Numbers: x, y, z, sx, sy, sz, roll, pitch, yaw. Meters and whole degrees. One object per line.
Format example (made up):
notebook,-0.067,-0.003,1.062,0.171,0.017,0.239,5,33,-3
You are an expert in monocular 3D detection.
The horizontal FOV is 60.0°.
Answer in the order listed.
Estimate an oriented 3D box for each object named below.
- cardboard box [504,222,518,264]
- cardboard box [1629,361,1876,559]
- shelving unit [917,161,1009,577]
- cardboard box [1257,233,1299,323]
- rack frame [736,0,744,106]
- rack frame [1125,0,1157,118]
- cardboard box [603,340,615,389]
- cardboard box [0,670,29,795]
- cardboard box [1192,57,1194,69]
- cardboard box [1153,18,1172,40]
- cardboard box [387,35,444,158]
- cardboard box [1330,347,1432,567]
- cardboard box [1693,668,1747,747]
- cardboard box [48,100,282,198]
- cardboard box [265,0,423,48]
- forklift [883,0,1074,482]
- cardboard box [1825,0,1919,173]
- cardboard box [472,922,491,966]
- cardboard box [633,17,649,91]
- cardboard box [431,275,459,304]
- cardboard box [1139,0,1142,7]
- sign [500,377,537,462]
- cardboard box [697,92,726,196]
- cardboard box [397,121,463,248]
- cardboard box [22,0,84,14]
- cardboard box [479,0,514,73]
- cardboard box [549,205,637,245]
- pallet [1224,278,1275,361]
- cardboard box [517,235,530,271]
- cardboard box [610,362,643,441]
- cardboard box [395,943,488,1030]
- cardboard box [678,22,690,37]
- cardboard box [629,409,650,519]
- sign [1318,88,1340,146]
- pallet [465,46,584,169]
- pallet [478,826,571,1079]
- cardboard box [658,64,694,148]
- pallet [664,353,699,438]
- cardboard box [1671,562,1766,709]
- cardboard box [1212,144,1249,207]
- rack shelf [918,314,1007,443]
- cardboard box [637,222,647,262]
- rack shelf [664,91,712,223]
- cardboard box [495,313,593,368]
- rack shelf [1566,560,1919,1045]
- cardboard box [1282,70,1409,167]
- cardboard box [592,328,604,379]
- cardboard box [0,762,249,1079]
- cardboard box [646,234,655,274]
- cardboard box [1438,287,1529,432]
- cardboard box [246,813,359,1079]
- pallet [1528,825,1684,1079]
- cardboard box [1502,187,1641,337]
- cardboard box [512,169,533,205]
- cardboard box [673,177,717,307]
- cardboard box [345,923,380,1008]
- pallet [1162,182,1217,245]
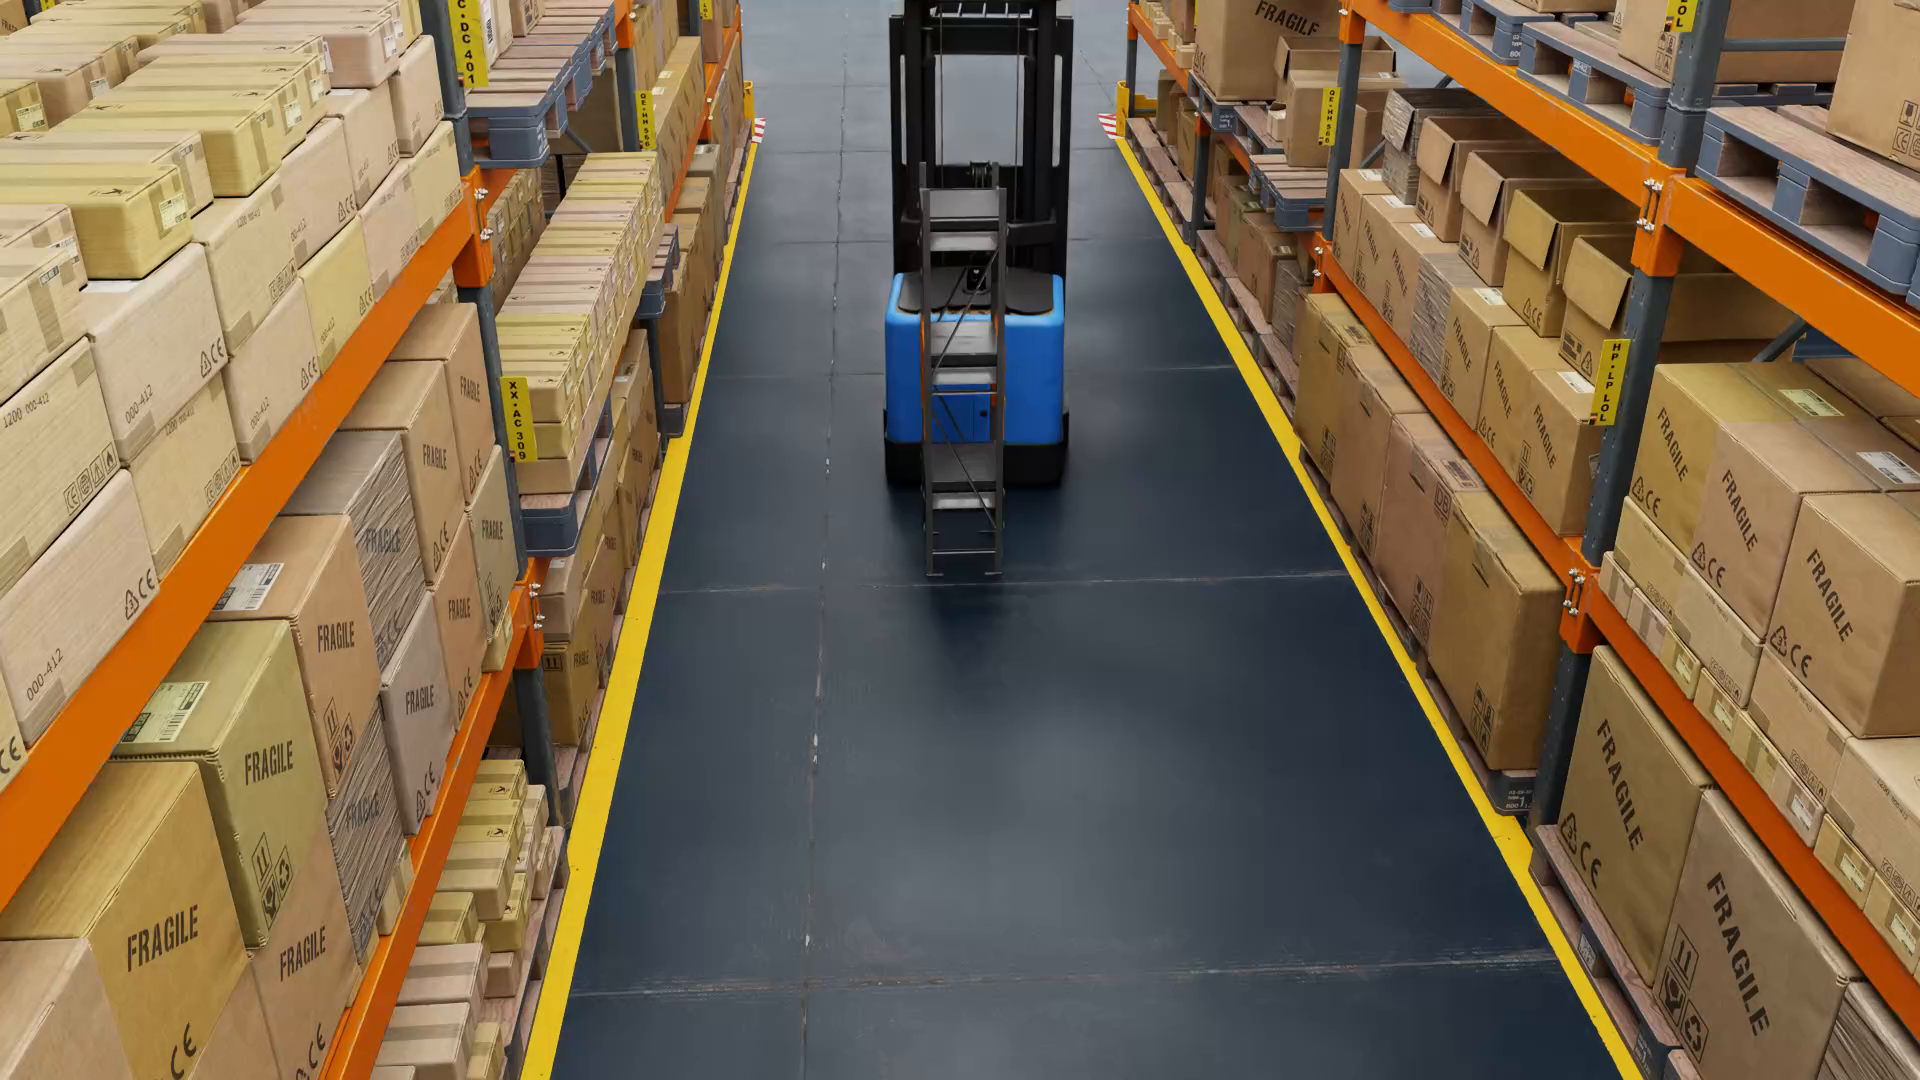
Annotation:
cardboard box,-2.444,-1.485,8.350,0.380,0.149,0.250,-1,28,-2
cardboard box,2.621,-0.268,5.550,0.500,0.500,0.500,-1,28,-3
shelving unit,0.009,-0.855,8.618,0.431,2.100,0.503,-1,28,-3
cardboard box,2.510,-1.858,11.796,0.700,0.500,0.500,1,28,2
rack frame,-2.733,-5.566,16.679,1.000,3.000,0.127,-1,28,-3
rack frame,2.225,-5.639,16.819,1.000,3.000,0.127,-1,28,-3
cardboard box,-1.723,-0.769,7.299,0.380,0.149,0.250,-3,28,-5
cardboard box,-1.666,0.346,2.262,0.500,0.250,0.500,0,28,-1
cardboard box,2.126,-3.889,13.734,0.380,0.149,0.250,-1,28,-3
cardboard box,1.983,-4.695,15.281,0.380,0.149,0.250,-1,28,-3
cardboard box,-1.829,-1.303,4.882,0.500,0.250,0.500,-3,28,-5
cardboard box,2.697,-0.458,8.728,1.225,0.875,0.875,-1,28,-2
cardboard box,2.579,0.523,5.276,0.380,0.149,0.250,-2,28,-4
cardboard box,-1.690,-0.835,3.555,0.380,0.149,0.250,-2,28,-4
cardboard box,-1.817,-1.549,4.922,0.380,0.149,0.250,-3,28,-5
forklift,0.135,-2.281,10.453,1.130,2.935,3.031,1,28,2
cardboard box,2.953,-1.342,4.666,0.700,0.500,0.500,-3,28,-6
cardboard box,-1.799,1.425,5.580,0.380,0.149,0.250,-1,28,-2
cardboard box,-2.386,-3.037,10.641,0.700,0.500,0.500,-2,28,-3
cardboard box,-2.372,-1.022,7.140,0.380,0.149,0.250,-2,28,-4
cardboard box,2.002,-5.391,16.613,0.380,0.149,0.250,-1,28,-3
sign,-1.565,-0.425,5.885,0.100,0.325,0.005,-1,28,-3
cardboard box,-2.487,-3.255,14.091,0.875,0.875,0.875,-1,28,-2
cardboard box,-1.811,-1.068,4.972,0.500,0.250,0.500,-1,28,-1
cardboard box,-7.269,-4.381,12.895,0.700,0.500,0.500,-2,28,-3
cardboard box,-1.943,-1.913,6.072,0.500,0.311,0.500,-2,28,-3
cardboard box,-1.783,-1.523,8.101,0.380,0.149,0.250,-1,28,-3
pallet,2.543,-1.631,12.150,1.003,0.211,1.213,-1,28,-3
cardboard box,-2.465,-1.487,8.674,0.380,0.149,0.250,0,28,0
cardboard box,-1.981,-0.740,8.862,0.500,0.250,0.500,-1,28,-2
cardboard box,-1.713,1.424,5.261,0.380,0.149,0.250,-3,28,-5
cardboard box,-2.556,-3.956,13.428,0.875,0.550,0.550,-1,28,-3
cardboard box,-1.997,-0.412,9.045,0.500,0.500,0.500,0,28,-1
sign,2.102,-2.406,9.452,0.100,0.325,0.005,-1,28,-3
pallet,-2.033,-1.559,5.955,1.213,0.211,1.003,-1,28,-3
pallet,-2.036,1.521,6.105,1.003,0.211,1.213,-1,28,-3
cardboard box,-2.177,-3.062,11.769,0.500,0.500,0.500,-1,28,-2
pallet,-2.281,-1.001,10.941,1.003,0.211,1.213,-1,28,-3
cardboard box,2.636,0.290,5.291,0.500,0.250,0.500,-2,28,-3
cardboard box,2.453,-3.056,14.114,0.500,0.500,0.500,-2,28,-4
rack shelf,0.009,-0.842,8.624,0.431,0.518,0.480,-1,28,-3
cardboard box,-1.790,-1.501,8.380,0.380,0.149,0.250,-1,28,-3
rack shelf,-2.420,-2.476,11.532,1.077,0.370,4.000,-1,28,-3
cardboard box,-1.699,-0.803,6.720,0.380,0.149,0.250,-1,28,-2
rack shelf,2.956,1.145,4.589,1.077,0.370,4.000,-1,28,-3
cardboard box,2.446,-2.679,10.581,0.700,0.500,0.500,3,28,5
cardboard box,-1.711,-0.783,7.004,0.380,0.149,0.250,-3,28,-5
cardboard box,-1.689,0.757,3.045,0.500,0.500,0.500,-1,28,-1
cardboard box,-1.806,-1.496,8.693,0.380,0.149,0.250,-1,28,-2
cardboard box,2.501,-0.821,7.473,0.500,0.500,0.500,-2,28,-3
cardboard box,-1.712,0.959,3.737,0.500,0.500,0.500,-1,28,-2
pallet,2.813,1.492,6.161,1.003,0.211,1.213,-1,28,-3
cardboard box,2.786,-1.199,7.112,0.797,0.503,0.637,-1,28,-2
cardboard box,-2.468,-1.868,8.762,0.380,0.149,0.250,-2,28,-4
cardboard box,-2.356,-2.178,12.160,1.050,0.750,0.750,-1,28,-3
cardboard box,-1.720,1.057,4.250,0.380,0.149,0.250,0,28,-1
pallet,2.364,-2.865,14.515,1.003,0.211,1.213,-1,28,-3
